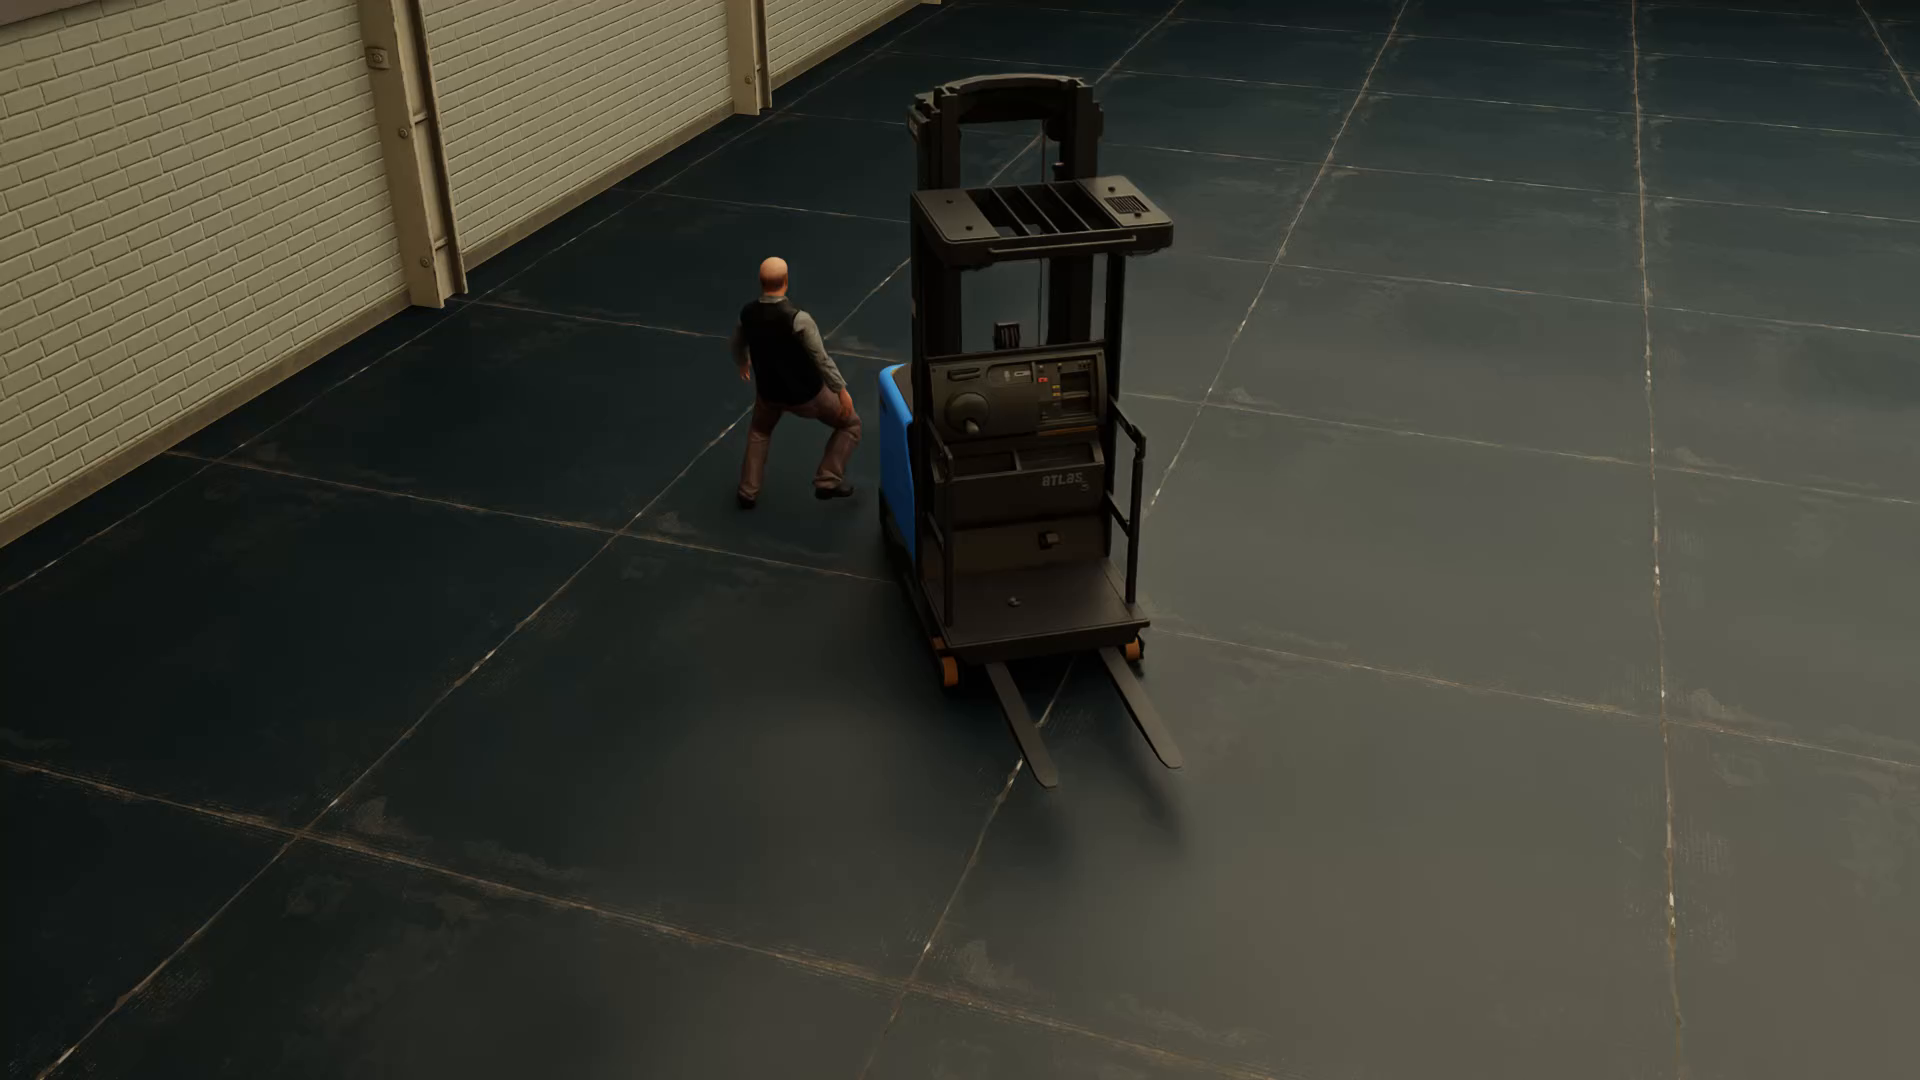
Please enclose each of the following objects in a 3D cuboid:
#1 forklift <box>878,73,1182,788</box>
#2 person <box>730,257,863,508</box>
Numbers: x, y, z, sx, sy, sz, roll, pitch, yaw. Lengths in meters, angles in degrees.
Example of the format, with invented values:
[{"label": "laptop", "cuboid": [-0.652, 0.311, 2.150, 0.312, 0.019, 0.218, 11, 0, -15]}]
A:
[{"label": "forklift", "cuboid": [0.356, -0.708, 8.379, 1.130, 2.935, 3.031, -7, 30, -12]}, {"label": "person", "cuboid": [-1.032, -0.960, 10.177, 0.916, 1.613, 0.598, 16, 33, 26]}]
